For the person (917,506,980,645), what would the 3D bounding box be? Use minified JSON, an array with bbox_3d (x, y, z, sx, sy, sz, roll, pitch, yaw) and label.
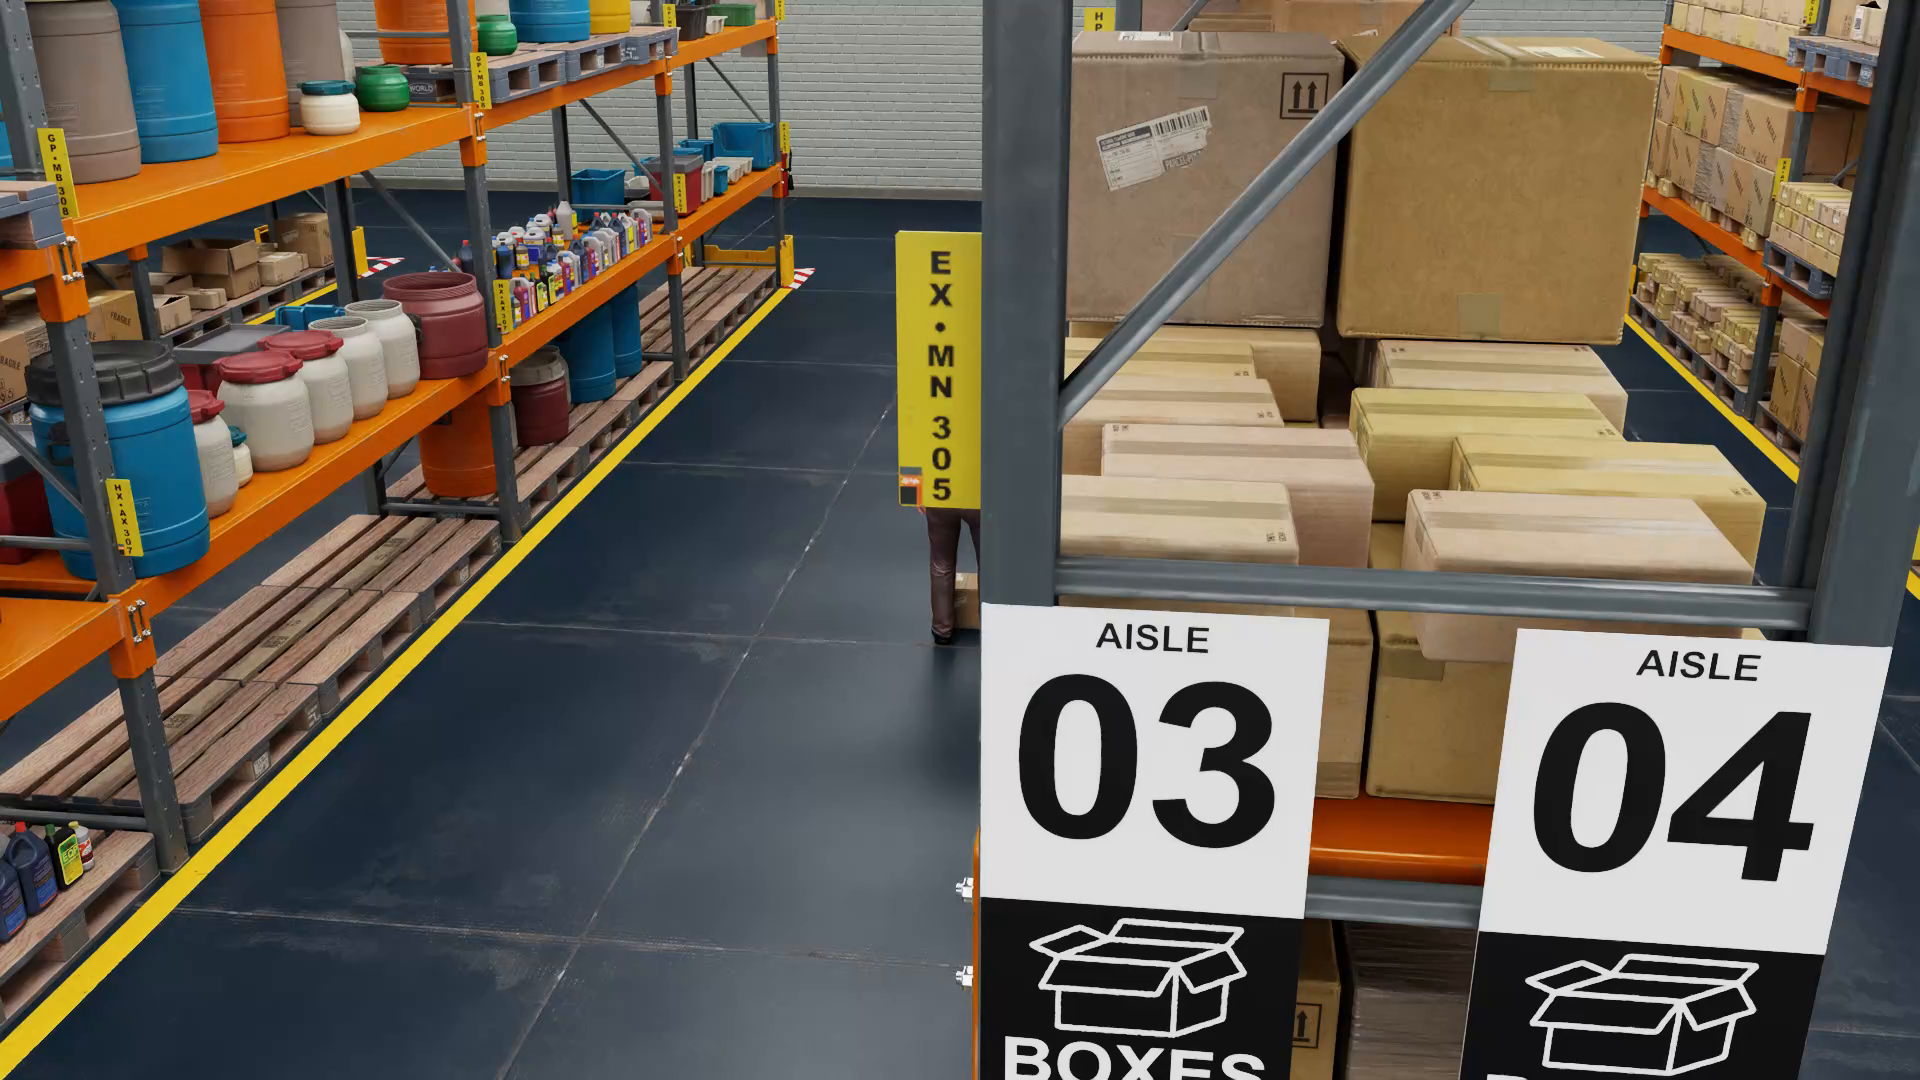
[{"bbox_3d":[0.021,-0.232,9.217,0.580,1.721,0.418,3,21,7],"label":"person"}]
